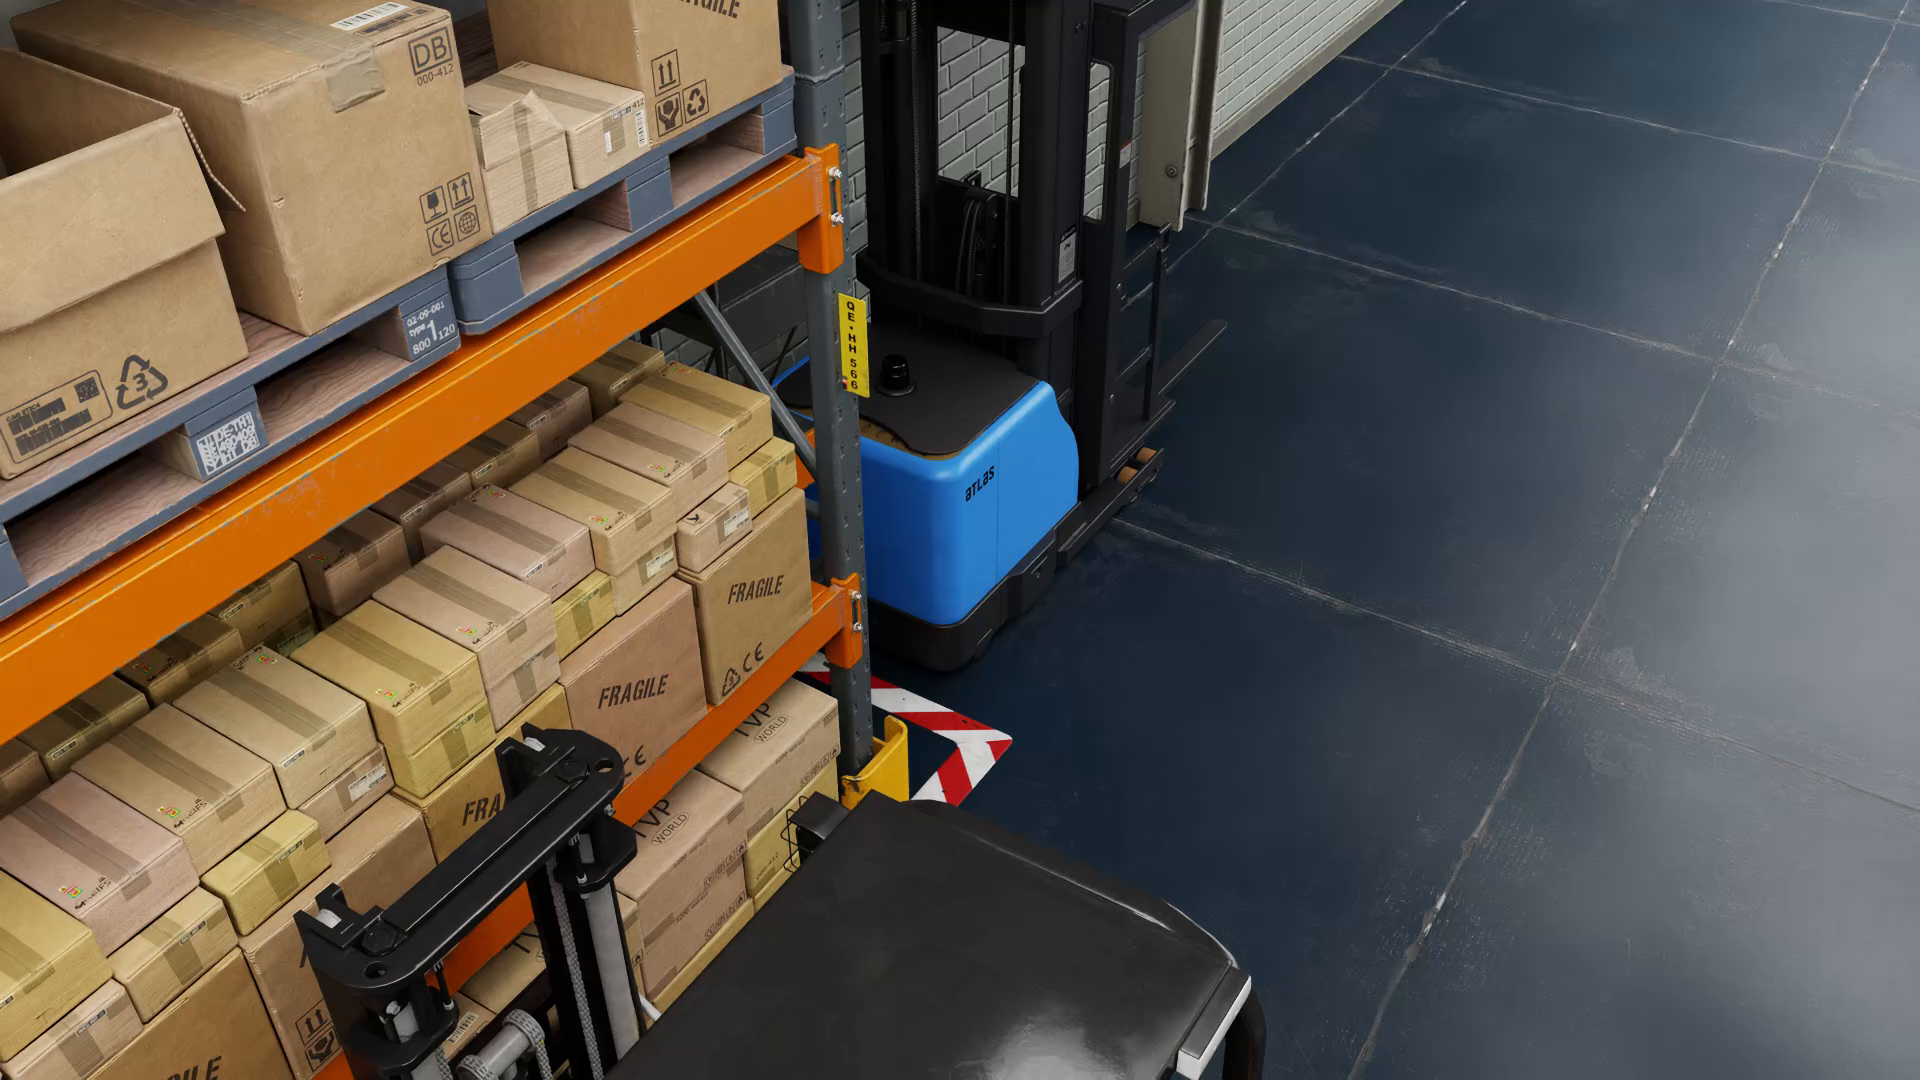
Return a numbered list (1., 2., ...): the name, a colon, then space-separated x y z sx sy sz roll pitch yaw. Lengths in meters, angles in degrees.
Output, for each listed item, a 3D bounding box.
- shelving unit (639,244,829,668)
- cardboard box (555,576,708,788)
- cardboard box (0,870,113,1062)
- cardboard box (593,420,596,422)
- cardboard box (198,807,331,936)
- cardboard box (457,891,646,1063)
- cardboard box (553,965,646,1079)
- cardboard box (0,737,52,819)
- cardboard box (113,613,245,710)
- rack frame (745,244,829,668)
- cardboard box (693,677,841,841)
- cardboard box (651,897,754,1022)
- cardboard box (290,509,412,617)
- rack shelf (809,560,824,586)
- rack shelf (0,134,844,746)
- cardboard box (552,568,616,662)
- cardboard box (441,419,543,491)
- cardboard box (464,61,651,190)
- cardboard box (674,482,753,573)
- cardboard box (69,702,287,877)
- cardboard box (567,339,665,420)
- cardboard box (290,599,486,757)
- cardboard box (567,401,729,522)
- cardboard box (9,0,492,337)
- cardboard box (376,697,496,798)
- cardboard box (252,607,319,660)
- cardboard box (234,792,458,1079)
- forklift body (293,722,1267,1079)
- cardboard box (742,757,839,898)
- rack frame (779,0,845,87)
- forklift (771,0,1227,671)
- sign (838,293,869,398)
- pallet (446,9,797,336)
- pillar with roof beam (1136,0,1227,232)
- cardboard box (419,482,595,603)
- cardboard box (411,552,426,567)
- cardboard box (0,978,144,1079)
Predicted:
1. shelving unit: -0.814 -0.226 6.323 0.431 2.100 0.503 25 44 28
2. cardboard box: -1.093 0.362 4.742 0.500 0.500 0.500 23 43 26
3. cardboard box: -1.953 0.838 3.350 0.380 0.149 0.250 21 42 24
4. cardboard box: -1.166 -0.409 5.210 0.380 0.149 0.250 20 42 24
5. cardboard box: -1.670 0.694 3.779 0.380 0.149 0.250 20 42 24
6. cardboard box: -1.279 1.192 4.836 0.500 0.250 0.500 22 43 26
7. cardboard box: -1.298 1.403 4.971 0.500 0.250 0.500 20 42 24
8. cardboard box: -2.279 0.532 3.746 0.380 0.149 0.250 21 42 25
9. cardboard box: -1.978 0.275 4.080 0.380 0.149 0.250 21 42 25
10. rack frame: -0.667 -0.345 6.478 0.400 2.100 0.015 25 44 28
11. cardboard box: -0.748 0.664 5.521 0.500 0.250 0.500 23 43 27
12. cardboard box: -1.024 1.319 5.490 0.500 0.250 0.500 21 42 25
13. cardboard box: -1.689 0.018 4.413 0.380 0.149 0.250 23 43 26
14. rack shelf: -0.814 0.339 6.759 0.431 0.518 0.480 25 44 28
15. rack shelf: -1.837 -0.074 3.522 1.077 0.370 4.000 21 42 25
16. cardboard box: -1.159 0.151 4.484 0.380 0.149 0.250 21 42 25
17. cardboard box: -1.424 -0.249 4.759 0.380 0.149 0.250 22 43 26
18. cardboard box: -0.953 -0.970 3.875 0.380 0.149 0.250 20 42 24
19. cardboard box: -0.826 -0.087 4.793 0.380 0.149 0.250 22 43 26
20. cardboard box: -1.745 0.554 3.718 0.380 0.149 0.250 21 42 25
21. cardboard box: -1.125 -0.513 5.102 0.380 0.149 0.250 20 42 24
22. cardboard box: -1.378 0.328 4.011 0.380 0.149 0.250 22 43 26
23. cardboard box: -0.885 -0.226 4.729 0.380 0.149 0.250 21 42 25
24. cardboard box: -1.430 -0.833 3.409 0.700 0.500 0.500 21 43 25
25. cardboard box: -1.381 0.441 4.108 0.380 0.149 0.250 21 43 25
26. cardboard box: -1.915 0.231 4.381 0.380 0.149 0.250 23 43 27
27. cardboard box: -1.627 0.889 4.058 0.500 0.500 0.500 21 43 25
28. forklift body: -0.241 1.708 3.773 2.313 2.155 1.214 21 42 25
29. cardboard box: -0.762 0.875 5.656 0.500 0.250 0.500 21 42 25
30. rack frame: -0.765 -2.578 3.724 1.000 3.000 0.127 21 42 25
31. forklift: 0.337 -1.484 7.275 1.130 2.935 3.031 21 42 25
32. sign: -0.314 -0.570 4.890 0.100 0.325 0.005 21 42 25
33. pallet: -1.166 -0.999 4.205 1.003 0.211 1.213 21 42 25
34. pillar with roof beam: 4.950 -4.199 5.827 9.100 9.000 0.400 21 42 25
35. cardboard box: -1.198 0.022 4.408 0.380 0.149 0.250 21 43 25
36. cardboard box: -1.580 -0.014 4.698 0.380 0.149 0.250 20 42 24
37. cardboard box: -1.925 0.970 3.422 0.380 0.149 0.250 21 42 25
